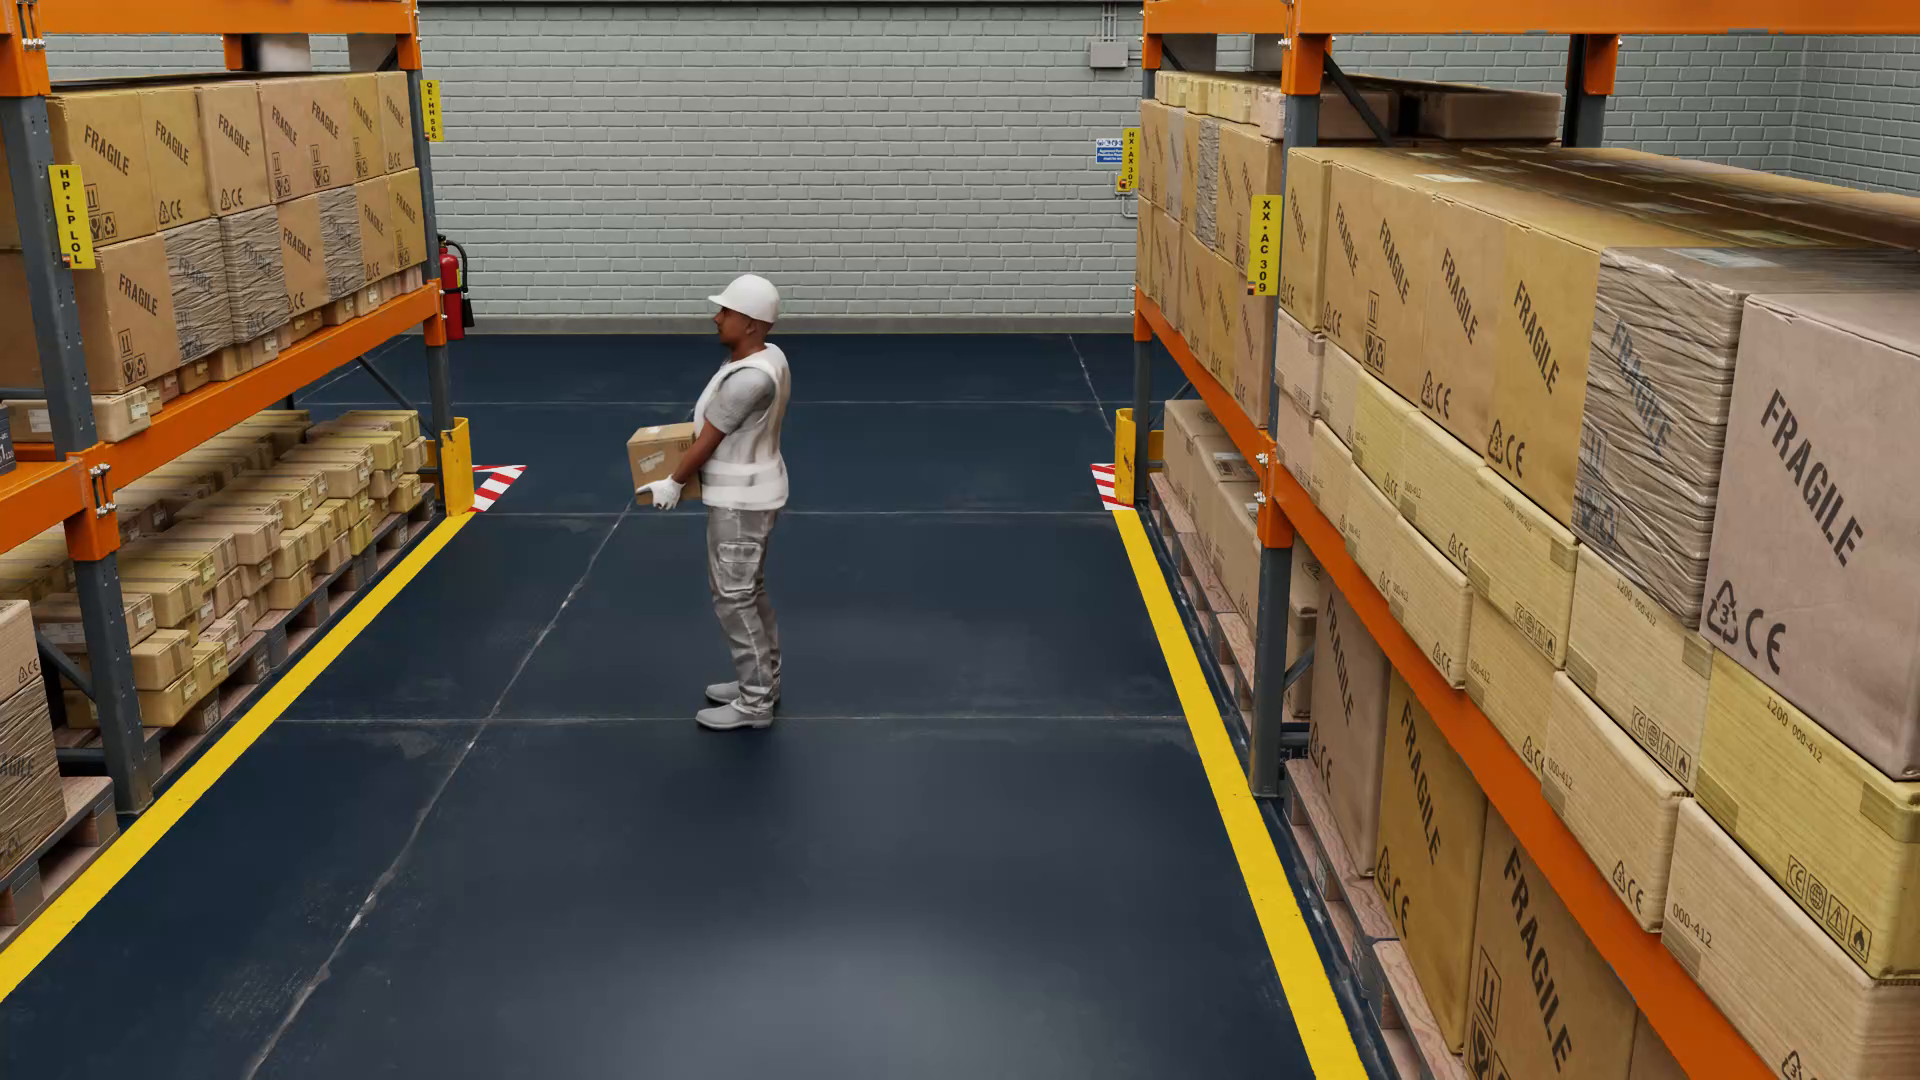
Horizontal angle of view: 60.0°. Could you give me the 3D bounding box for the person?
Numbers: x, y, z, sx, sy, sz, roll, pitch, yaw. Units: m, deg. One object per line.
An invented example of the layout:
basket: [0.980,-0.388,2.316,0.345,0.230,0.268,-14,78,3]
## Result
person: [-0.949,-0.144,6.490,0.584,1.778,0.487,0,17,0]
